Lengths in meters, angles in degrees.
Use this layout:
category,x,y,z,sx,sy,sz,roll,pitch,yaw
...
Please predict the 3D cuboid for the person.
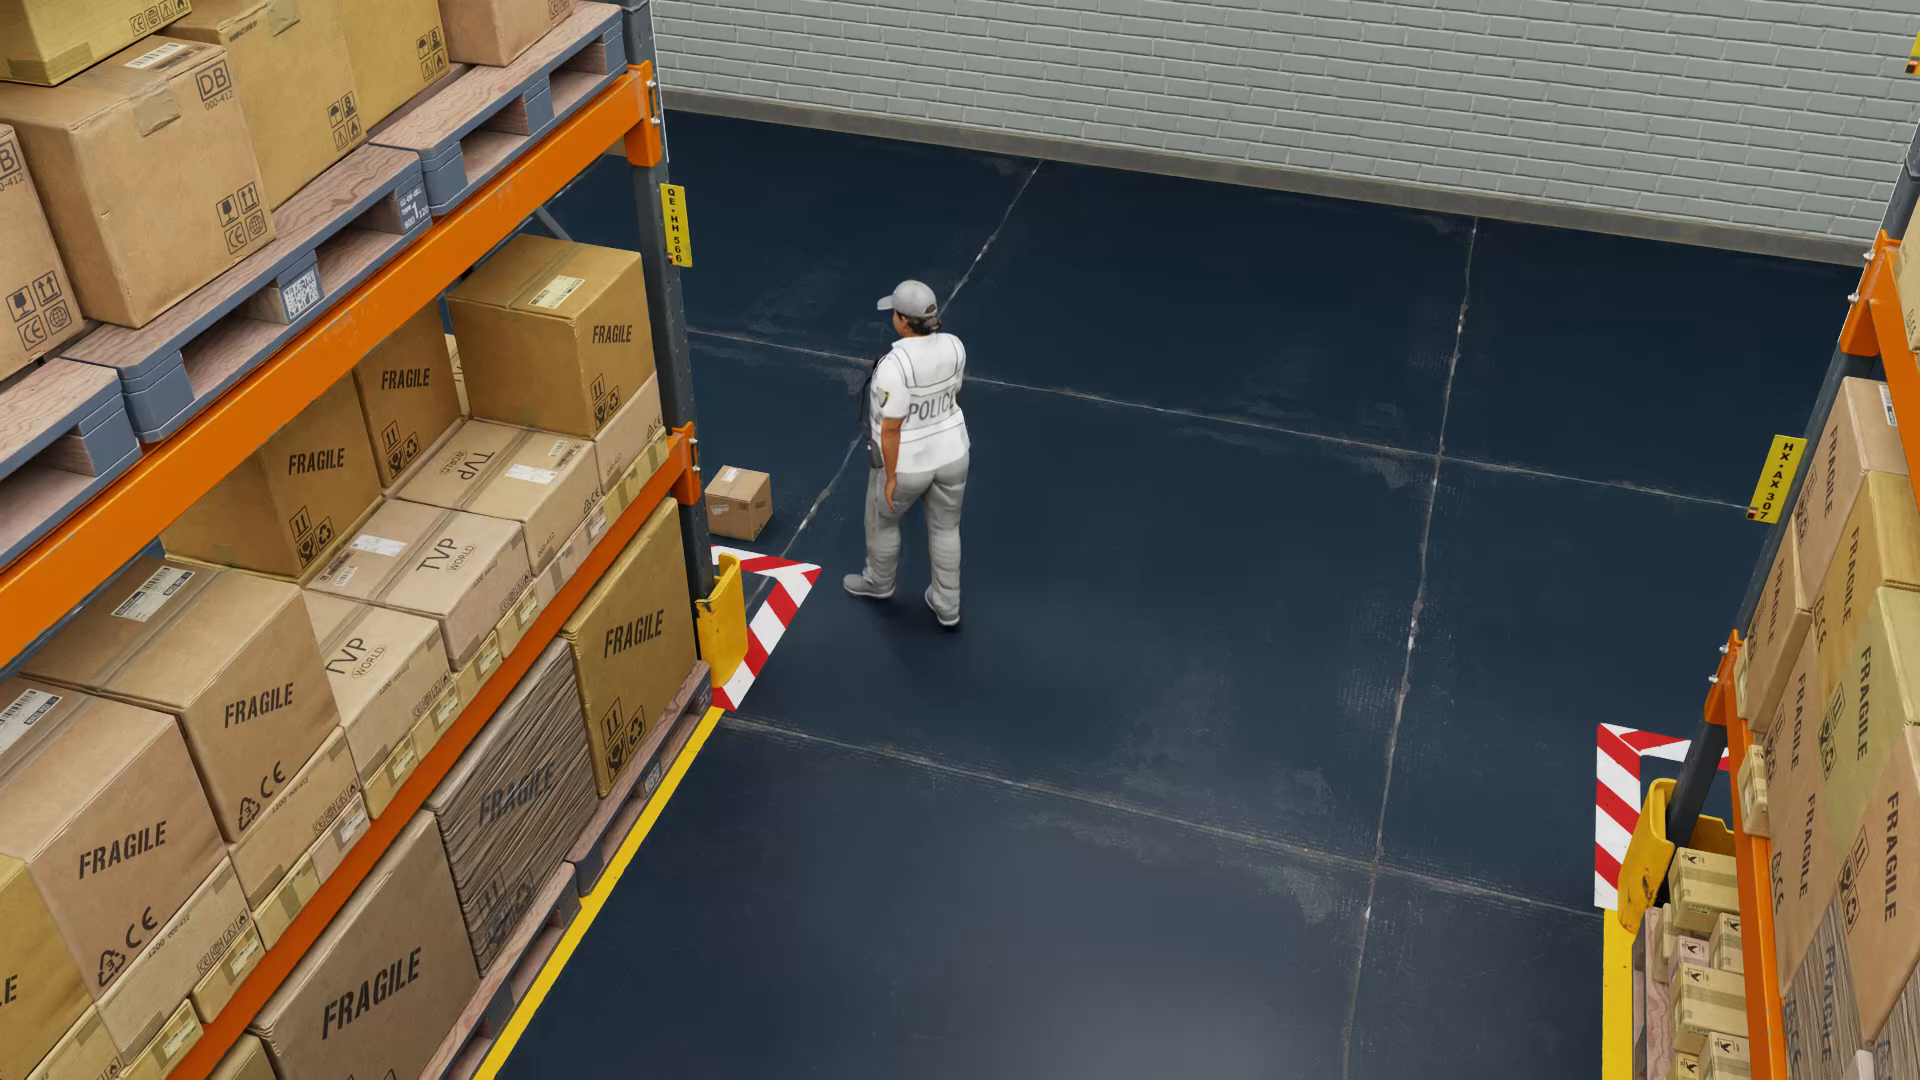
category,x,y,z,sx,sy,sz,roll,pitch,yaw
person,-0.212,-0.381,7.383,0.502,1.679,0.611,-20,42,-24
